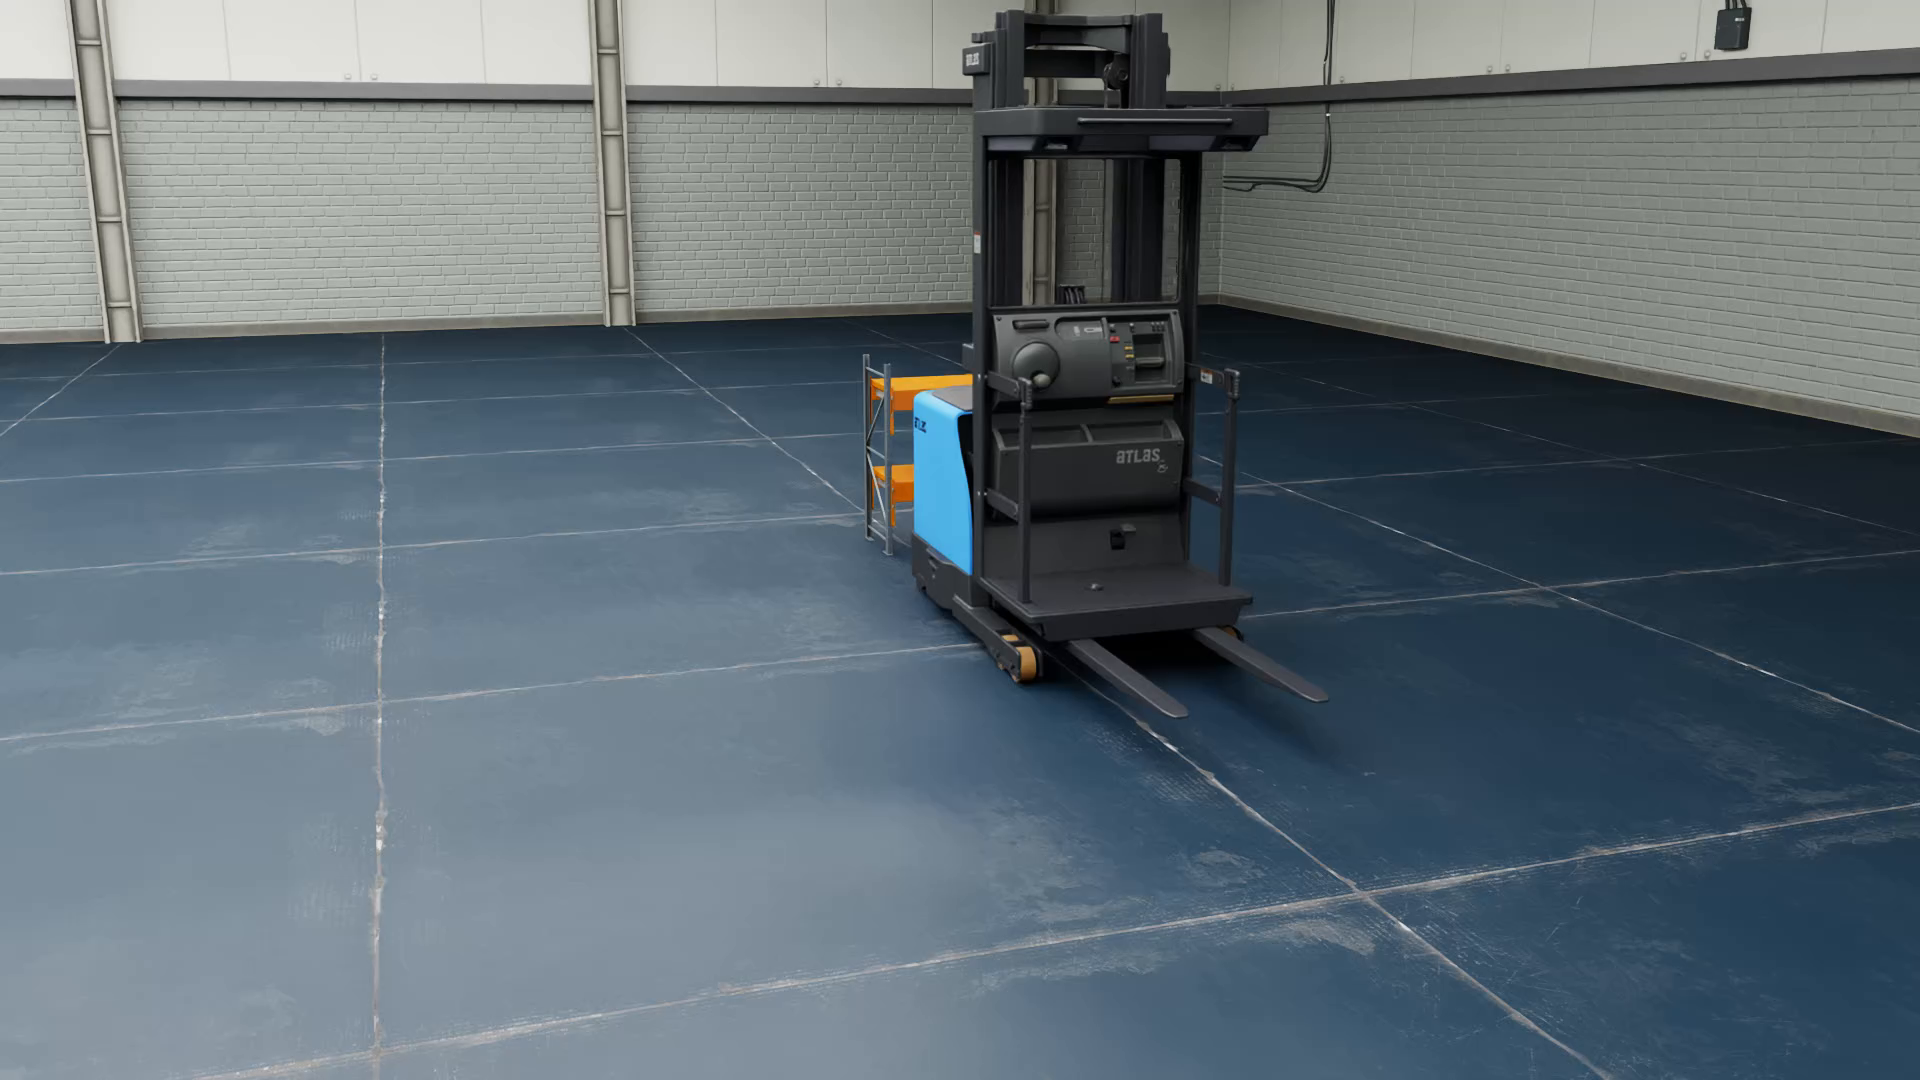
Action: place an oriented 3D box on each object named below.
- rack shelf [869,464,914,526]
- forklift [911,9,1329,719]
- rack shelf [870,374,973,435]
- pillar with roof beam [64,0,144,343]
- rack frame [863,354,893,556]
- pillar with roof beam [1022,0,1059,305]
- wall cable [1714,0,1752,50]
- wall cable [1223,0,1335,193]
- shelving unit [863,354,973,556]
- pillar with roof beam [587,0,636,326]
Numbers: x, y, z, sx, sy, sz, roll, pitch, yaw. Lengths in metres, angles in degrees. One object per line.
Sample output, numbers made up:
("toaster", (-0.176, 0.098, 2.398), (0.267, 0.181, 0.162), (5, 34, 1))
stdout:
("rack shelf", (-0.006, -0.309, 10.067), (1.000, 0.278, 0.538), (-4, 14, -18))
("forklift", (0.672, -0.889, 7.548), (1.130, 2.935, 3.031), (-4, 14, -17))
("rack shelf", (-0.006, -0.831, 9.943), (1.000, 0.278, 0.538), (-4, 14, -18))
("pillar with roof beam", (-8.865, -5.870, 15.373), (0.400, 9.000, 9.100), (-4, 14, -18))
("rack frame", (-0.488, -0.509, 9.853), (0.032, 1.125, 0.500), (-4, 14, -18))
("pillar with roof beam", (2.508, -6.755, 19.096), (0.400, 9.000, 9.100), (-4, 14, -18))
("wall cable", (7.362, -7.198, 13.609), (0.169, 6.003, 2.305), (-4, 14, -18))
("wall cable", (4.349, -6.116, 23.120), (0.112, 2.526, 3.097), (-4, 14, -18))
("shelving unit", (-0.006, -0.547, 10.011), (1.048, 1.125, 0.538), (-4, 14, -18))
("pillar with roof beam", (-3.178, -6.312, 17.235), (0.400, 9.000, 9.100), (-4, 14, -18))
